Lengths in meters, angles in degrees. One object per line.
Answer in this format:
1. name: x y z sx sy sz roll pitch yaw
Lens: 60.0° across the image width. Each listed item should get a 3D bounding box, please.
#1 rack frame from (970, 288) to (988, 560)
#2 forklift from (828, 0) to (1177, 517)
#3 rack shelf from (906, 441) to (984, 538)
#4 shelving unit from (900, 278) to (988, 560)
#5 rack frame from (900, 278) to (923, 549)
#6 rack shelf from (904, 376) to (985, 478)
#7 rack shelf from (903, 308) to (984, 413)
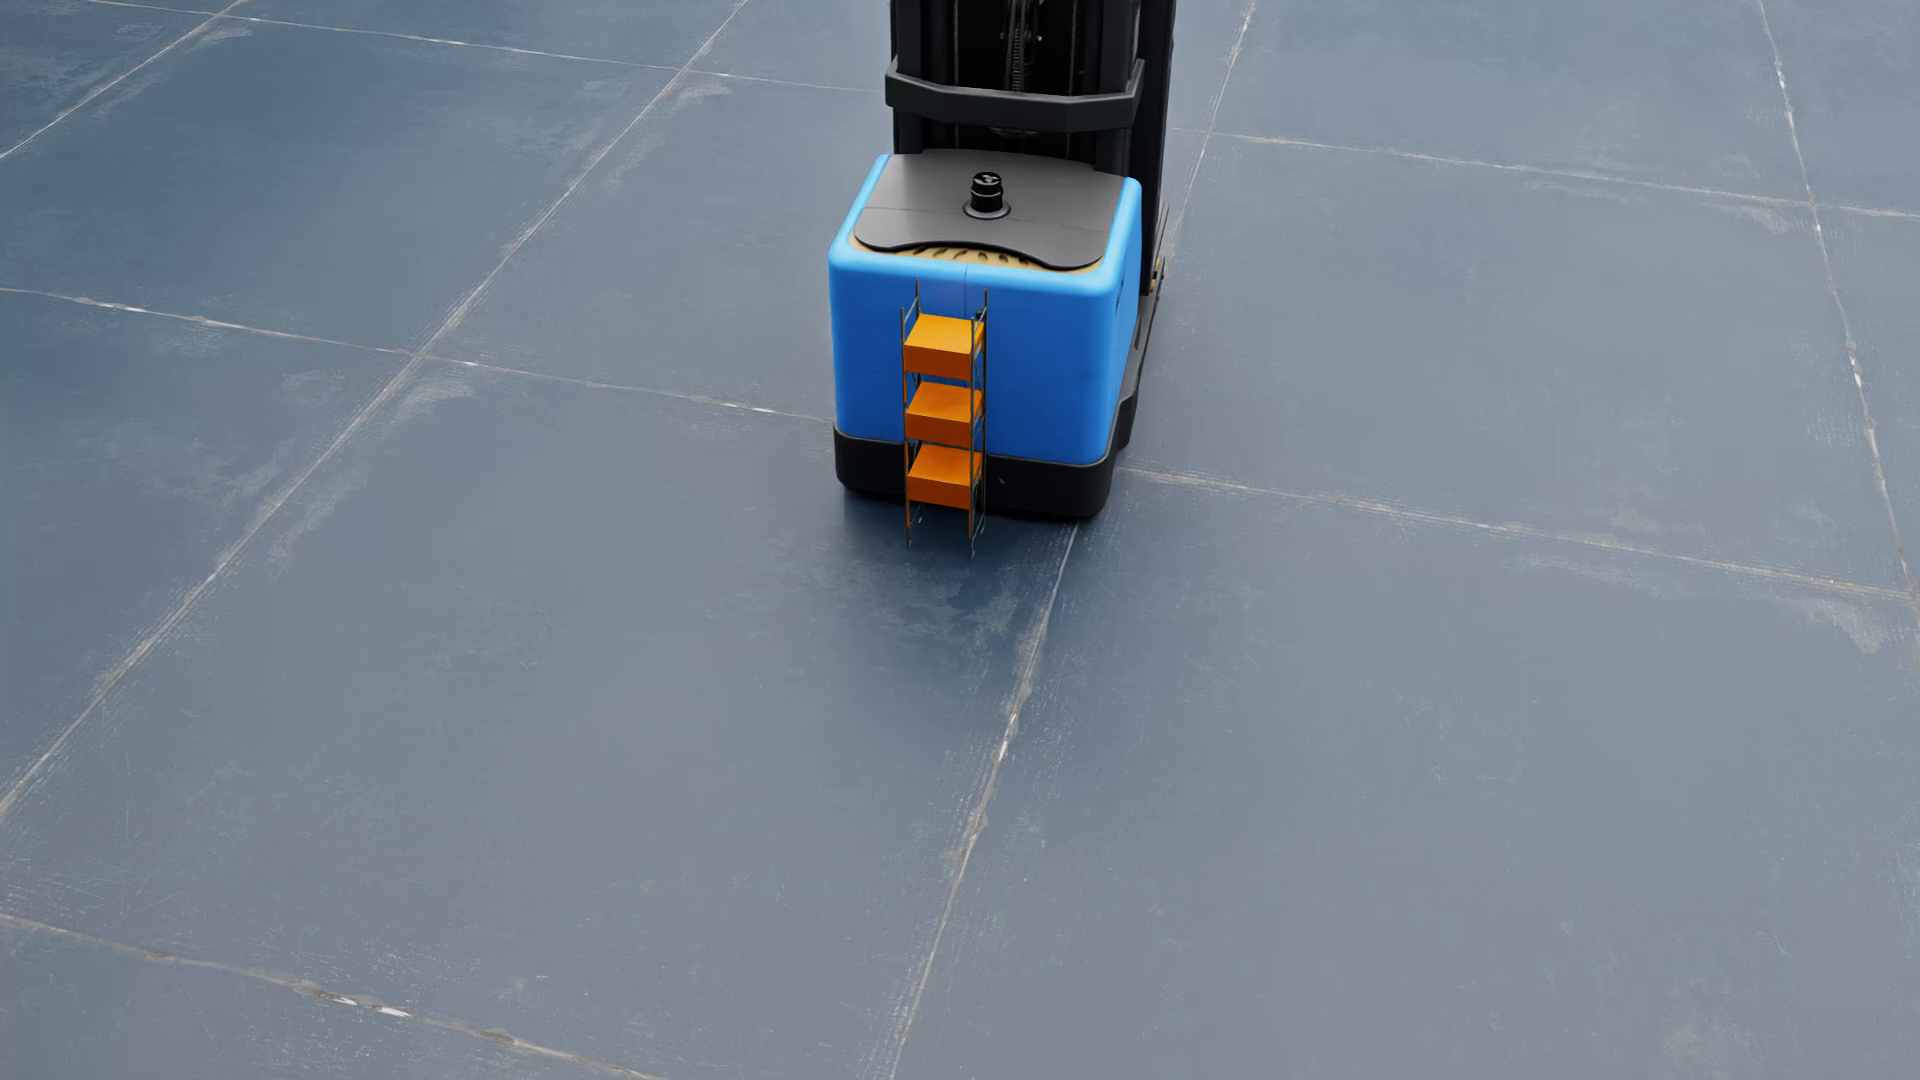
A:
1. rack frame: 0.066 -0.391 5.899 0.008 1.050 0.200 10 41 11
2. forklift: 0.322 -2.161 6.544 1.130 2.935 3.031 8 41 9
3. rack shelf: -0.052 -0.190 6.108 0.240 0.259 0.215 10 41 11
4. shelving unit: -0.052 -0.411 5.923 0.252 1.050 0.215 10 41 11
5. rack frame: -0.170 -0.431 5.946 0.008 1.050 0.200 10 41 11
6. rack shelf: -0.052 -0.403 5.929 0.240 0.259 0.215 10 41 11
7. rack shelf: -0.052 -0.620 5.747 0.240 0.259 0.215 10 41 11
